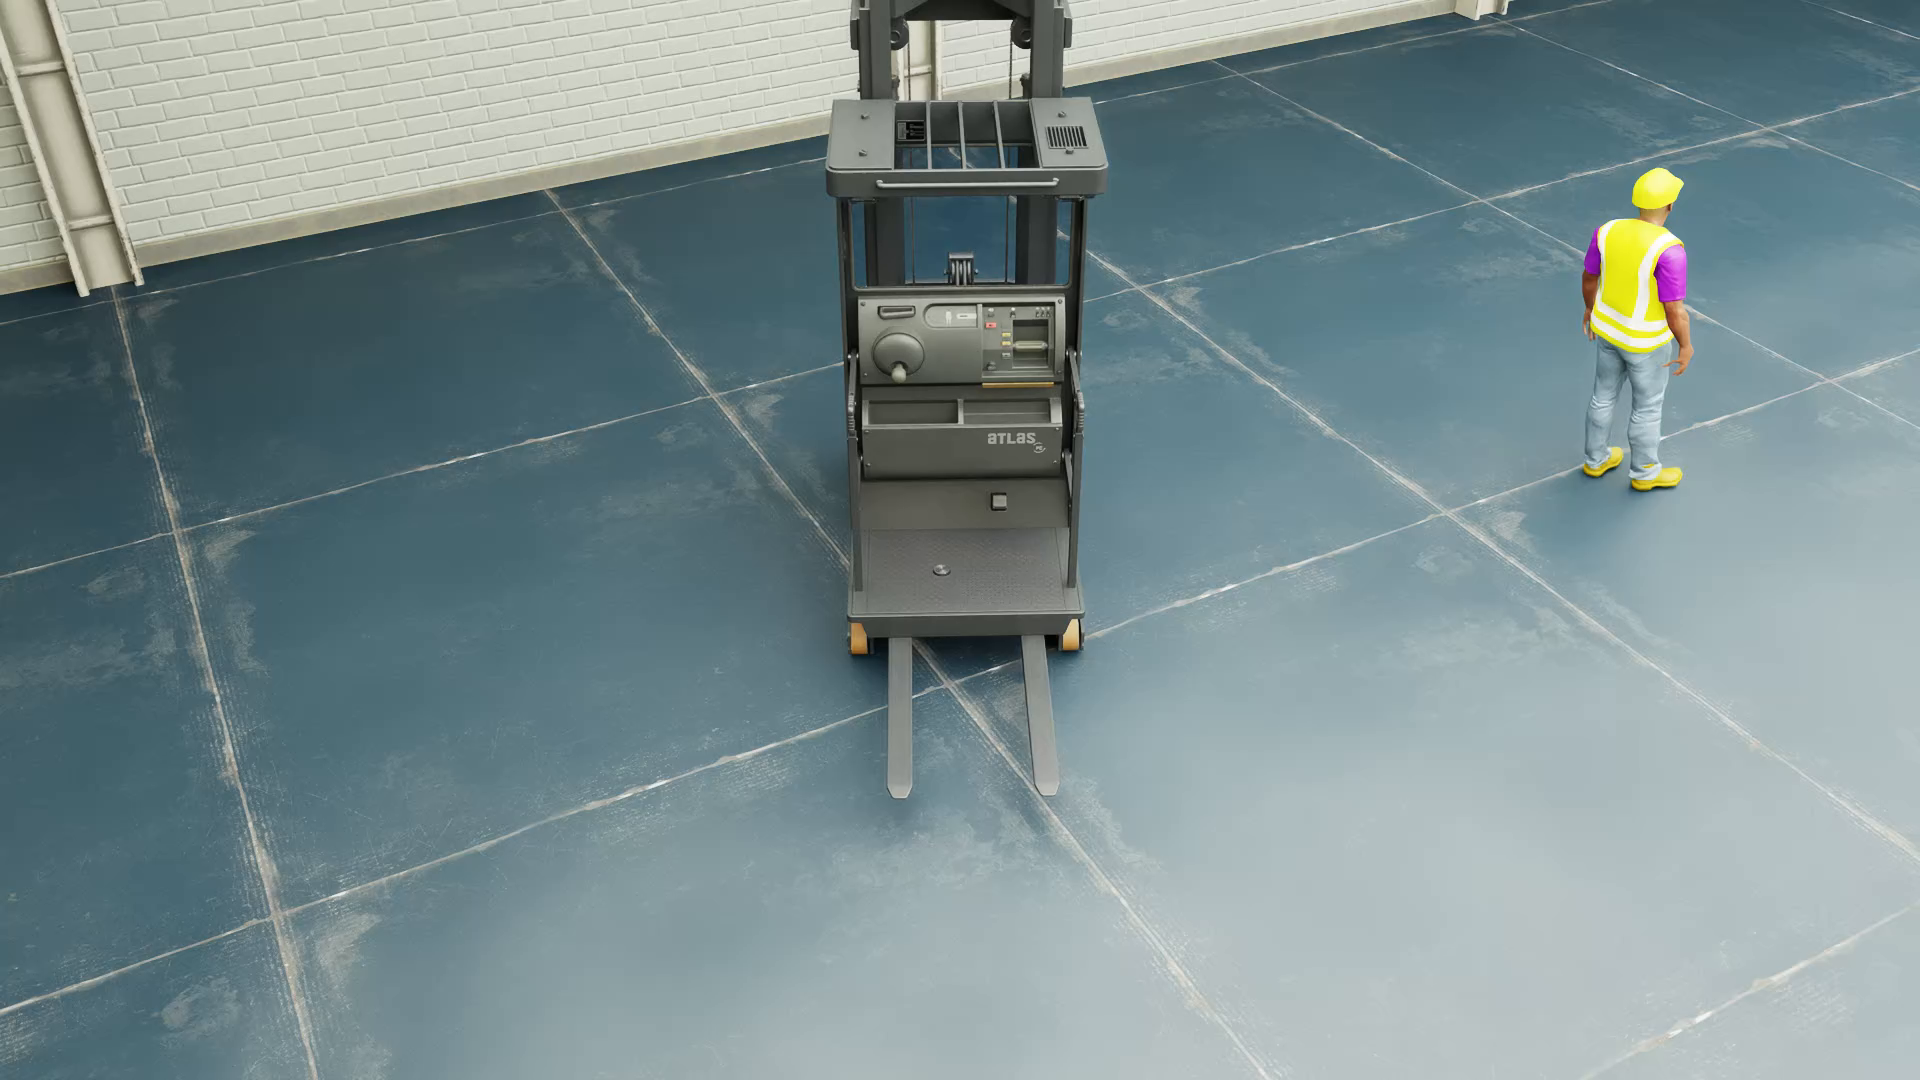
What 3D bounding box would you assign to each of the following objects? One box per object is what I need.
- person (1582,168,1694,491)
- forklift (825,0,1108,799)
[{"bbox_3d":[3.567,-1.110,8.690,0.577,1.765,0.666,-19,40,-25],"label":"person"},{"bbox_3d":[0.017,-0.840,7.311,1.130,2.935,3.031,-1,35,-1],"label":"forklift"}]
